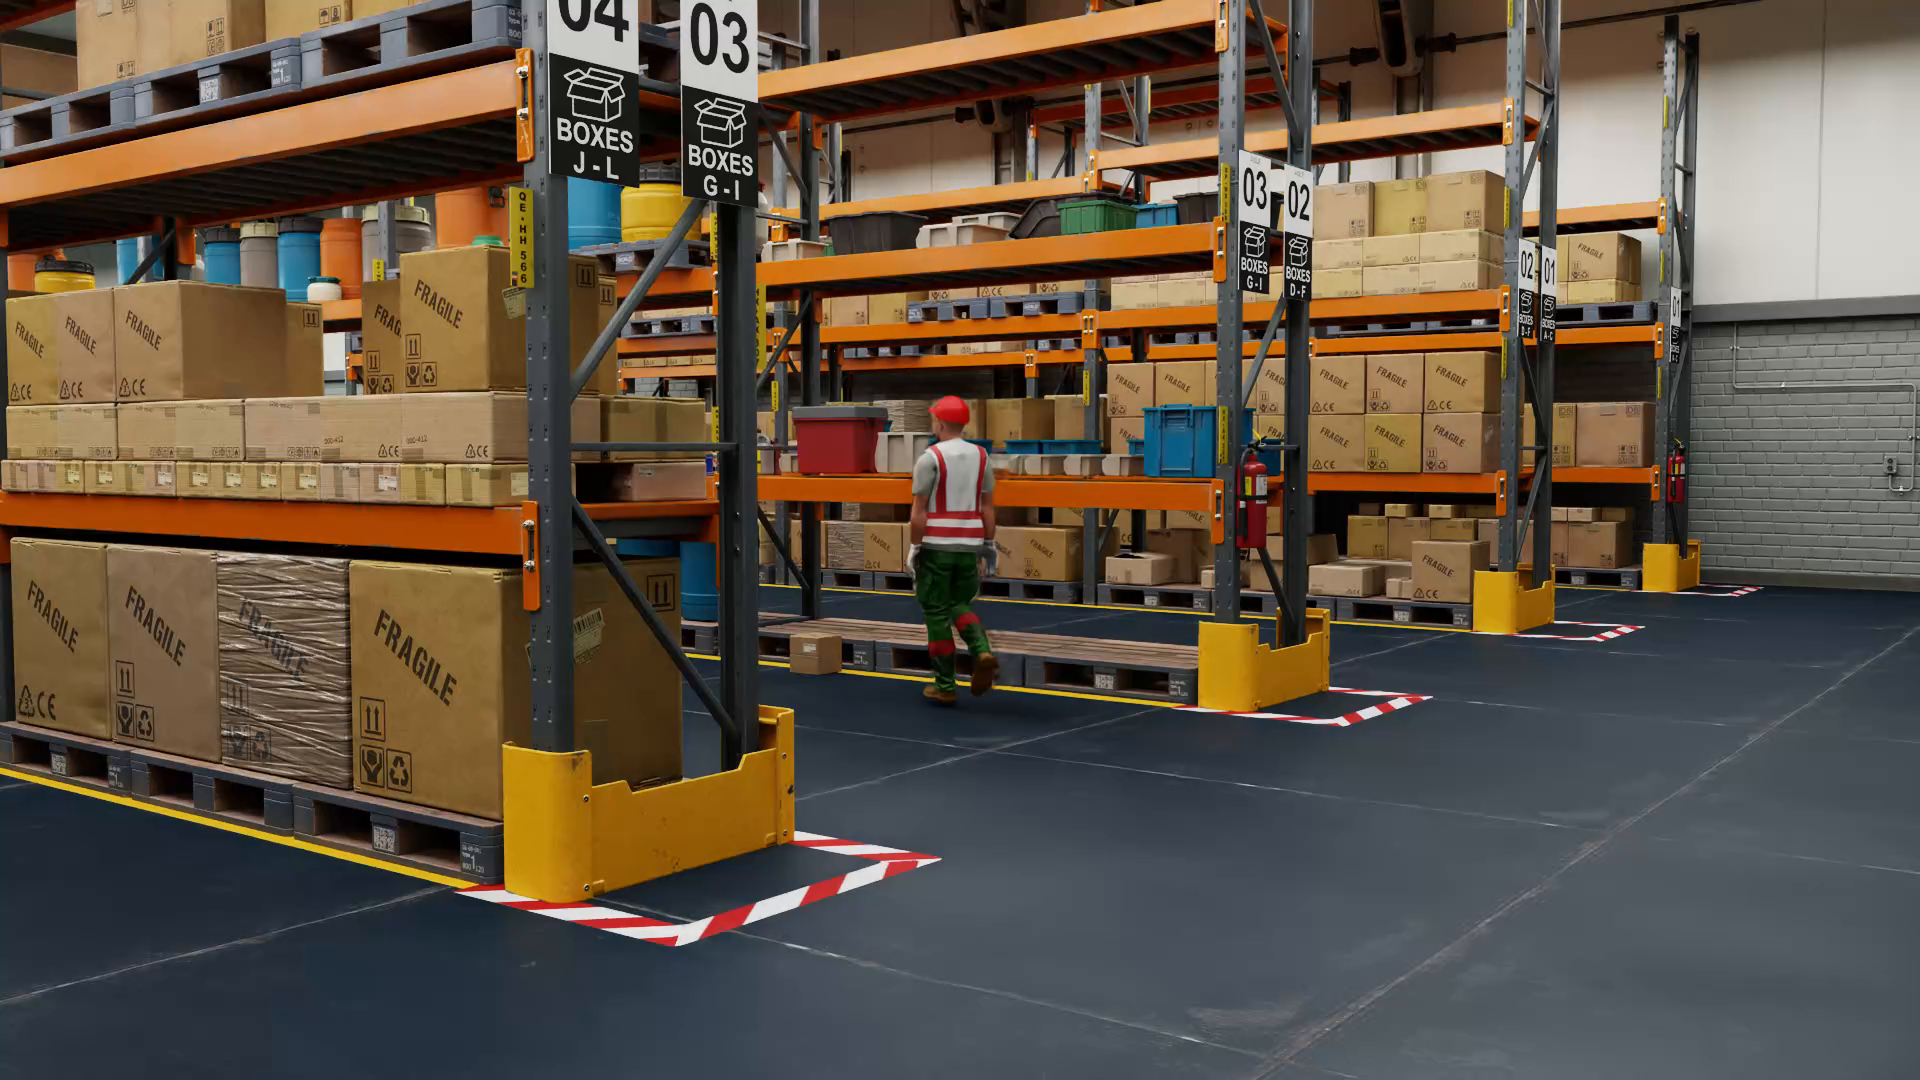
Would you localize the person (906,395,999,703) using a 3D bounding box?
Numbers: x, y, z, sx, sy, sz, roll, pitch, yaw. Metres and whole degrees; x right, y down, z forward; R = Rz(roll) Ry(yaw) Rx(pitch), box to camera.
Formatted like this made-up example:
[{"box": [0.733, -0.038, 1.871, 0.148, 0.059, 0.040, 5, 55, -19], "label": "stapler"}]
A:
[{"box": [-0.029, 0.050, 9.685, 0.575, 1.783, 0.510, -2, 4, -33], "label": "person"}]
